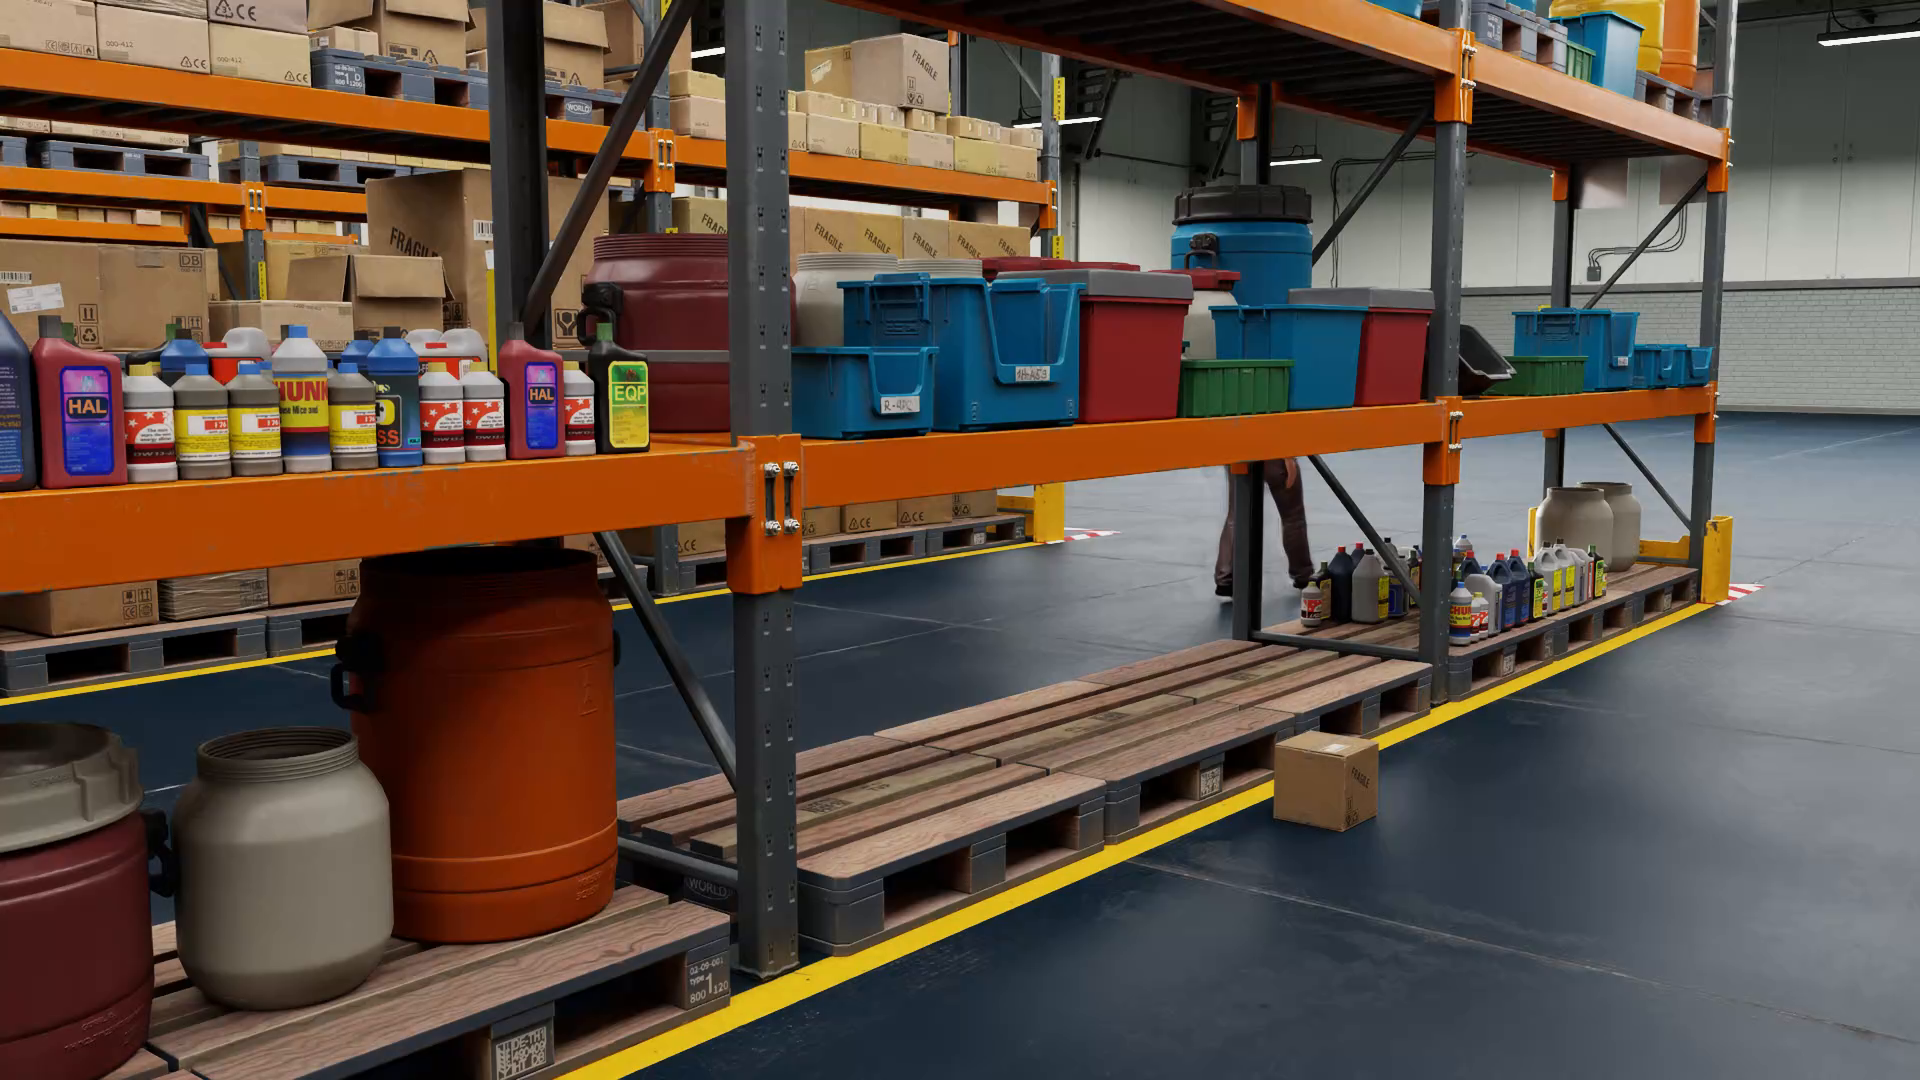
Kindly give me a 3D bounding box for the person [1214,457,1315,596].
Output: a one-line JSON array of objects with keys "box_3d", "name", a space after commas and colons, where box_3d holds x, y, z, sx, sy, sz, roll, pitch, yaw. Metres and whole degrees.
[{"box_3d": [1.896, -0.514, 10.165, 0.561, 1.690, 0.897, 6, 9, 40], "name": "person"}]
